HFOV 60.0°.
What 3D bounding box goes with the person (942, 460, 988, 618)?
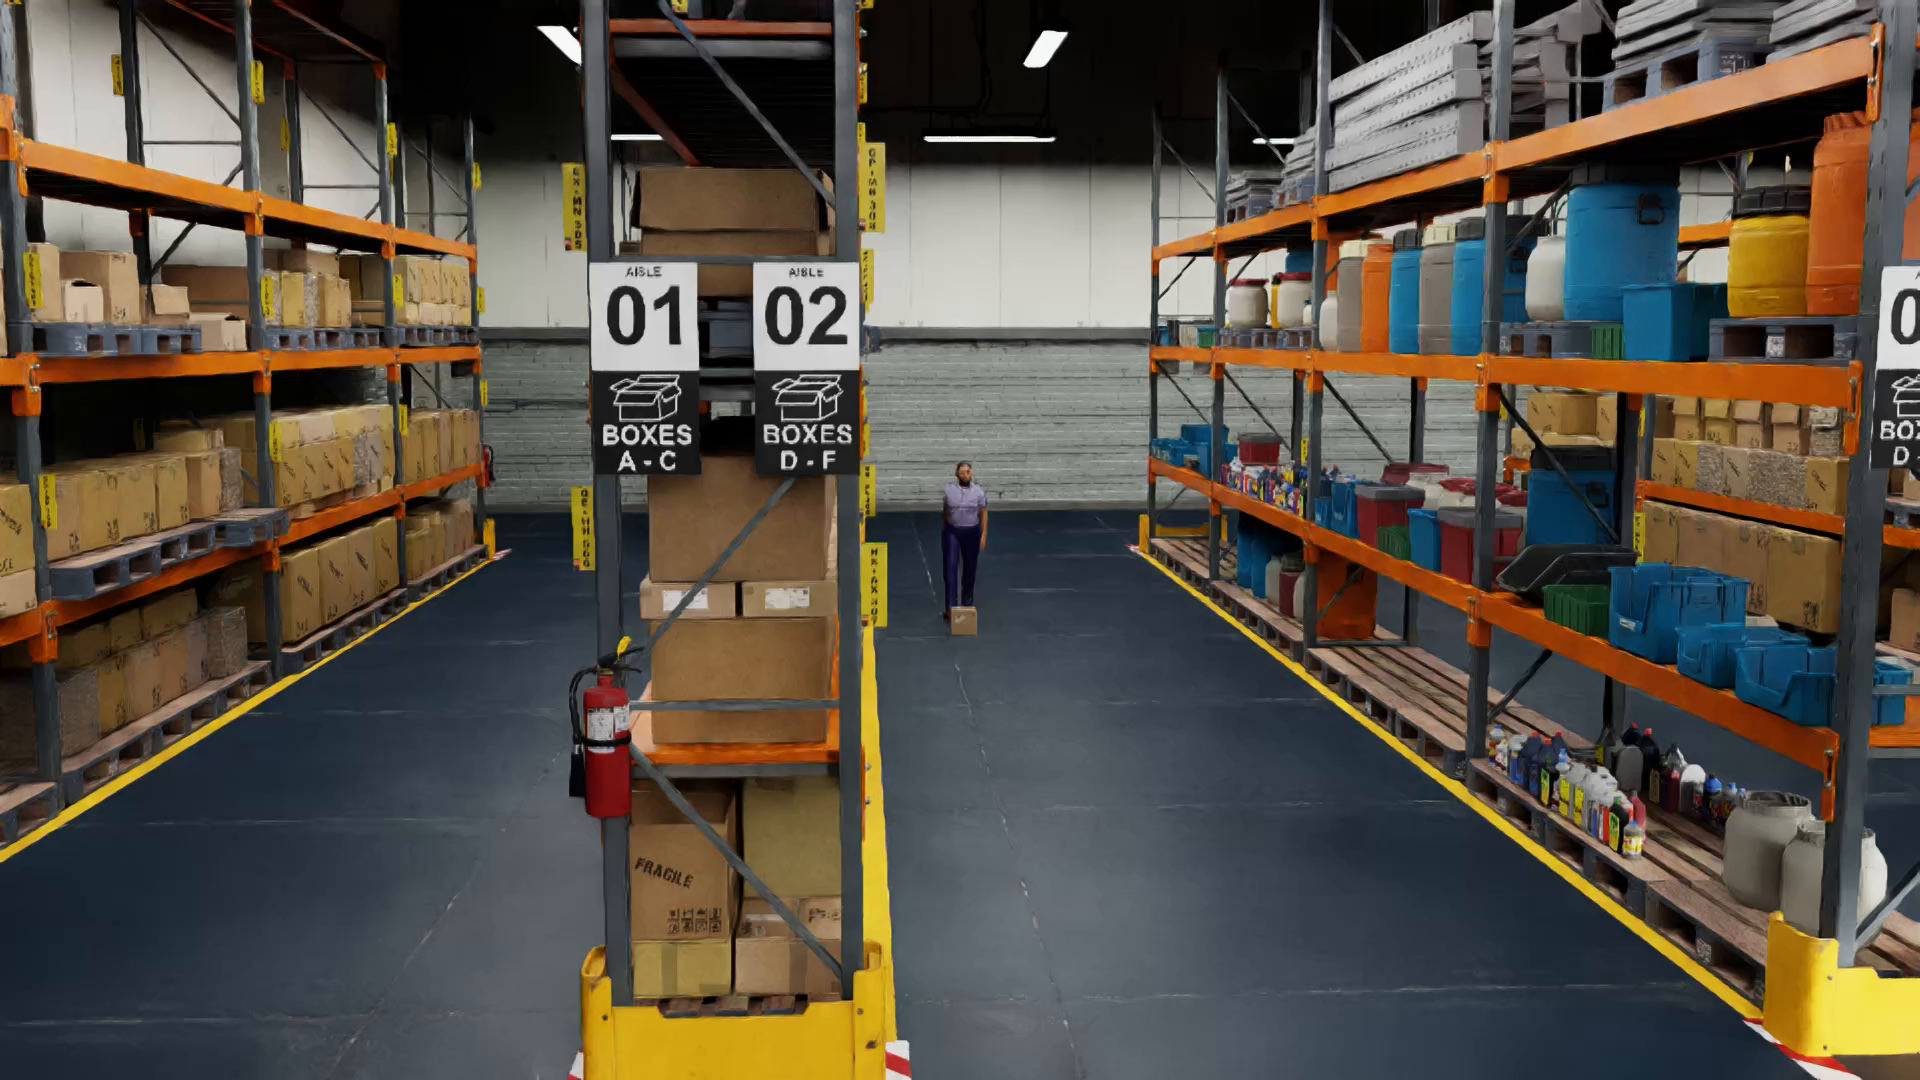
[{"bbox_3d":[0.050,-0.025,17.455,0.506,1.627,0.746,-1,7,-6],"label":"person"}]
